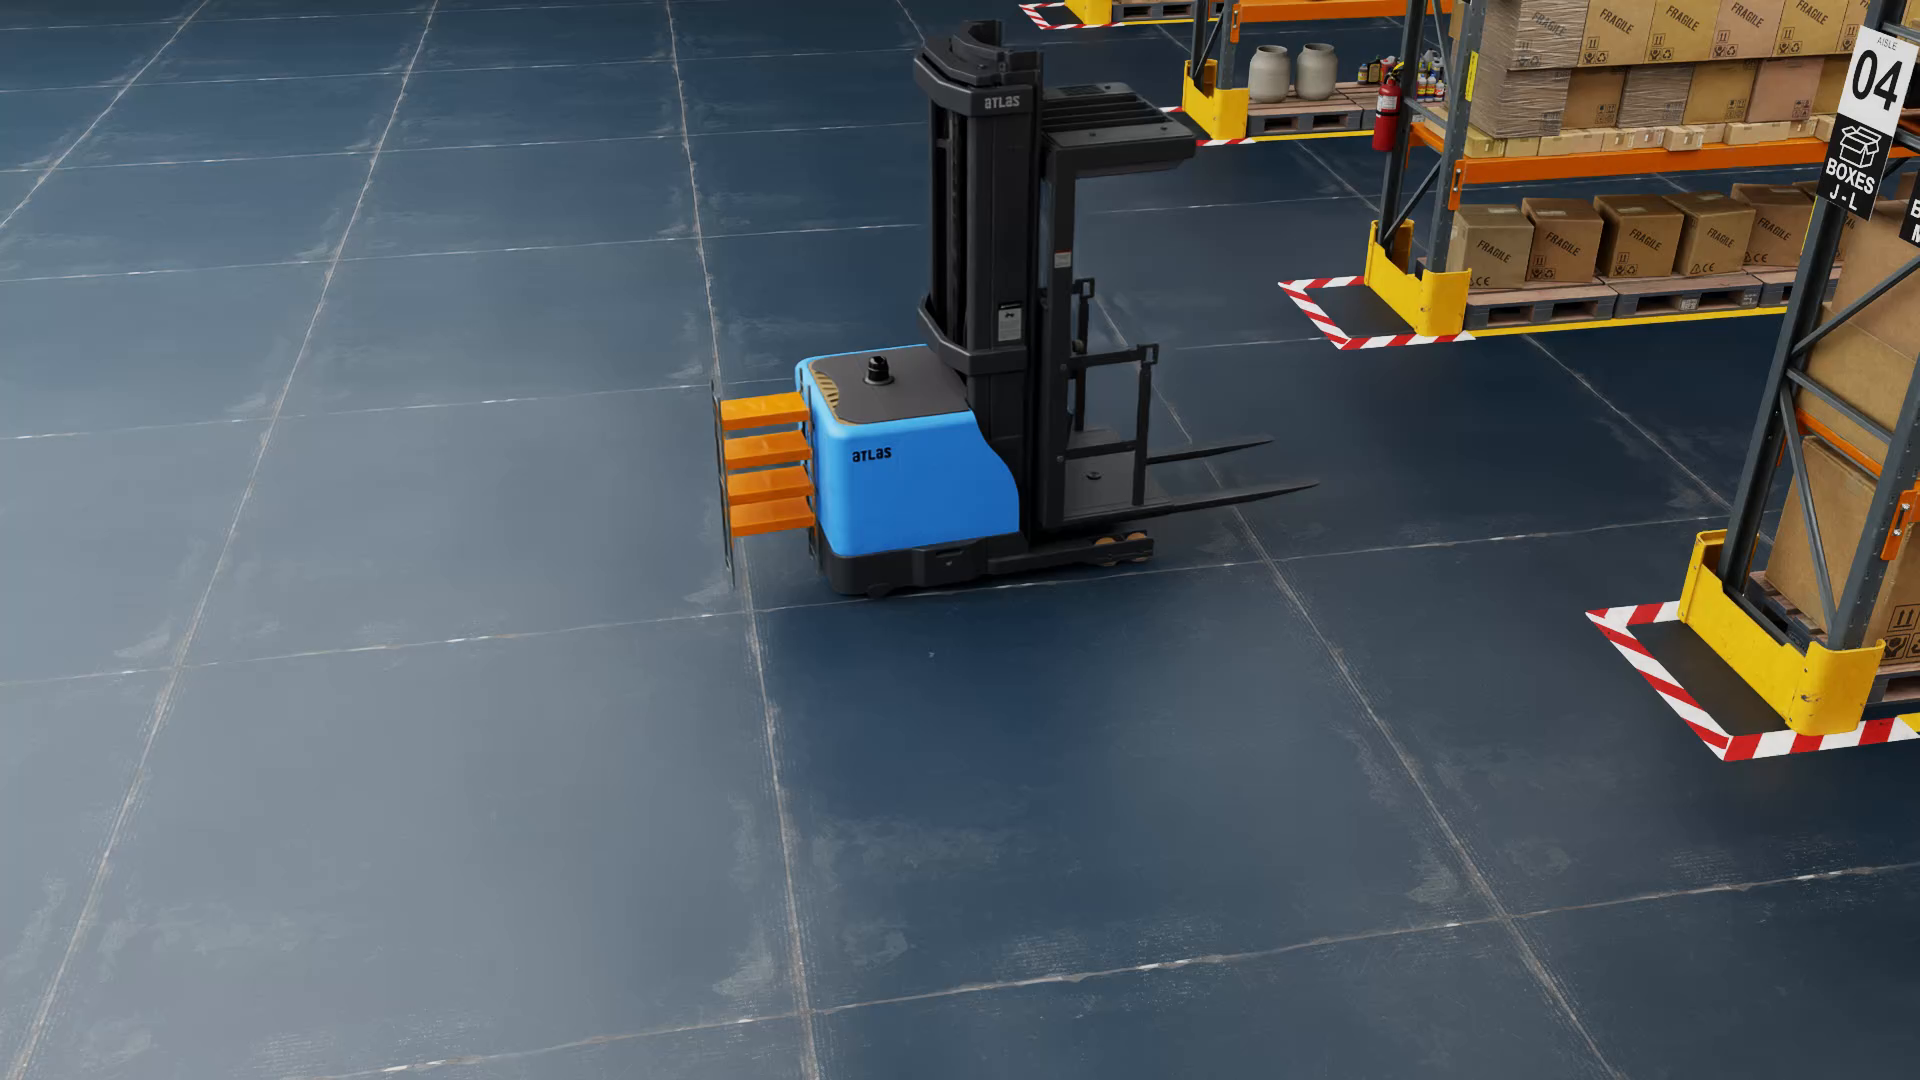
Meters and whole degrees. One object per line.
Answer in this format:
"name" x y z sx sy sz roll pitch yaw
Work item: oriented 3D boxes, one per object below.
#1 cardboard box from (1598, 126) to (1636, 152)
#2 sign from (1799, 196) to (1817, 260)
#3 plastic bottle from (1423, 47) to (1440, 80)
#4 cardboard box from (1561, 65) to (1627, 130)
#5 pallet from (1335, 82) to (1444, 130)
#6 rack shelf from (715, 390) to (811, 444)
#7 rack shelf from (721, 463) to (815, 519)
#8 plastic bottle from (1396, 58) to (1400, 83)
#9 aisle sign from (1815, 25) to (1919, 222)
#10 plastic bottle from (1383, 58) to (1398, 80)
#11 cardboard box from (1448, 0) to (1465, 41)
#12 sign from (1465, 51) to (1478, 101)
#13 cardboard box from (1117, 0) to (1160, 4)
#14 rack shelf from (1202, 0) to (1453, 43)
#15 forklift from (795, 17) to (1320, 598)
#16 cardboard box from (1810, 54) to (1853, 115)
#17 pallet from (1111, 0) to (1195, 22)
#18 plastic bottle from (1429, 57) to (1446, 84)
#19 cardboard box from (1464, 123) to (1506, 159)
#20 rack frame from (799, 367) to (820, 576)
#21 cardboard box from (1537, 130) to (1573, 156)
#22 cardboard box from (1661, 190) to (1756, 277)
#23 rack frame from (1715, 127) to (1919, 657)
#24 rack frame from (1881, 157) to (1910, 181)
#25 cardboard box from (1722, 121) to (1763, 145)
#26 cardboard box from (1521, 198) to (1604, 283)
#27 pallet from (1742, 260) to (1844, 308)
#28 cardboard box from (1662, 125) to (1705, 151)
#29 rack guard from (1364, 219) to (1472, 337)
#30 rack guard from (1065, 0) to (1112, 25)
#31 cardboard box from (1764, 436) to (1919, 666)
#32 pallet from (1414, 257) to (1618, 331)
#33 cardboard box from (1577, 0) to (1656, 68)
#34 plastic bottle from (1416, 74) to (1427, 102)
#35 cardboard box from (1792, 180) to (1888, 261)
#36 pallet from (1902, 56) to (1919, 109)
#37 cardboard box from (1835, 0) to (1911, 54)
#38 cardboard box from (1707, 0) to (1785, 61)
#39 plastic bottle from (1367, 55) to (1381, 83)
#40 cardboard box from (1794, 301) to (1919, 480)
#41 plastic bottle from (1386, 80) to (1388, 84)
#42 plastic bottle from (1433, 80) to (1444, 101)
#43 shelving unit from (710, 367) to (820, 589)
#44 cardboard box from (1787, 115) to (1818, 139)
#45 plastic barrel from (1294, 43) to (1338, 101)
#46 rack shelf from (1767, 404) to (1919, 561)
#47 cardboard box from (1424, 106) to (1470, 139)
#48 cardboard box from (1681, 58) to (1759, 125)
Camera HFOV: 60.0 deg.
"cardboard box" 4.752 -2.989 12.236 0.250 0.149 0.380 -5 31 -9
"sign" 4.151 -1.500 8.079 0.005 0.325 0.100 -5 31 -9
"plastic bottle" 5.011 -5.068 17.704 0.185 0.351 0.144 -6 31 -9
"cardboard box" 4.458 -3.422 12.333 0.500 0.500 0.875 -5 31 -9
"pallet" 4.613 -4.588 17.458 1.213 0.211 1.003 -5 31 -9
"rack shelf" -1.074 -0.672 9.049 0.480 0.148 0.258 -9 32 -14
"rack shelf" -1.074 -0.276 9.282 0.480 0.148 0.258 -9 32 -14
"plastic bottle" 4.666 -5.002 17.665 0.135 0.276 0.152 -6 31 -10
"aisle sign" 4.112 -1.890 7.555 0.004 0.787 0.394 -5 31 -9
"plastic bottle" 4.550 -4.939 17.551 0.133 0.283 0.061 -5 31 -9
"cardboard box" 3.938 -3.884 12.133 0.500 0.500 0.500 -5 31 -9
"sign" 3.539 -3.211 11.513 0.005 0.325 0.100 -5 31 -9
"cardboard box" 2.228 -6.982 21.078 0.500 0.250 0.500 -5 31 -9
"rack shelf" 4.517 -5.451 16.885 4.000 0.370 1.077 -5 31 -9
"forklift" 0.621 -1.356 9.280 3.031 2.935 1.130 -9 32 -14
"cardboard box" 6.424 -3.607 12.647 0.500 0.500 0.875 -5 31 -9
"pallet" 2.406 -6.937 21.453 1.213 0.211 1.003 -5 31 -9
"plastic bottle" 5.063 -4.965 17.601 0.135 0.276 0.152 -5 31 -9
"cardboard box" 3.765 -2.908 12.098 0.250 0.149 0.380 -5 31 -9
"rack frame" -0.840 -0.369 9.308 0.015 1.200 0.240 -9 32 -14
"cardboard box" 4.263 -2.936 12.146 0.250 0.149 0.380 -5 31 -9
"cardboard box" 5.817 -2.409 13.054 0.500 0.500 0.500 -8 31 -13
"rack frame" 4.235 -0.627 7.971 0.127 3.000 1.000 -5 31 -9
"rack frame" 7.376 -3.474 12.813 0.127 3.000 1.000 -5 31 -9
"cardboard box" 5.739 -3.070 12.374 0.250 0.149 0.380 -5 31 -9
"cardboard box" 4.641 -2.333 12.924 0.500 0.500 0.500 2 31 4
"pallet" 6.722 -2.193 13.386 1.213 0.211 1.003 -5 31 -9
"cardboard box" 5.258 -2.996 12.248 0.250 0.149 0.380 -5 31 -9
"rack guard" 3.516 -2.038 12.837 0.348 0.500 1.175 -5 31 -9
"rack guard" 1.637 -6.968 21.222 0.348 0.500 1.175 -5 31 -9
"cardboard box" 4.891 0.013 8.564 0.875 0.875 0.875 -5 31 -9
"pallet" 4.322 -1.970 13.007 1.213 0.211 1.003 -5 31 -9
"cardboard box" 4.525 -3.668 11.764 0.500 0.500 0.500 -5 31 -9
"plastic bottle" 4.726 -4.633 17.042 0.097 0.271 0.097 0 30 0
"cardboard box" 6.975 -2.561 13.312 0.500 0.500 0.500 -6 31 -10
"pallet" 4.963 -1.954 7.357 1.213 0.211 1.003 -5 31 -9
"cardboard box" 6.491 -3.852 12.077 0.500 0.500 0.500 -5 31 -9
"cardboard box" 5.507 -3.763 11.925 0.500 0.500 0.500 -5 31 -9
"plastic bottle" 4.389 -5.003 17.659 0.133 0.283 0.061 -5 31 -8
"cardboard box" 4.592 -0.748 8.029 0.550 0.550 0.875 -5 31 -9
"plastic bottle" 4.389 -4.602 16.989 0.097 0.271 0.097 0 30 0
"plastic bottle" 4.922 -4.621 17.091 0.097 0.201 0.097 0 30 0
"shelving unit" -1.074 -0.334 9.248 0.503 1.200 0.258 -9 32 -14
"cardboard box" 6.218 -3.153 12.515 0.250 0.149 0.380 -5 31 -9
"plastic barrel" 3.676 -4.831 17.161 0.421 0.512 0.421 0 30 0
"rack shelf" 6.203 -0.499 8.464 4.000 0.370 1.077 -5 31 -9
"cardboard box" 3.685 -3.129 12.475 0.250 0.149 0.380 -5 31 -9
"cardboard box" 5.451 -3.486 12.442 0.500 0.500 0.875 -5 31 -9
